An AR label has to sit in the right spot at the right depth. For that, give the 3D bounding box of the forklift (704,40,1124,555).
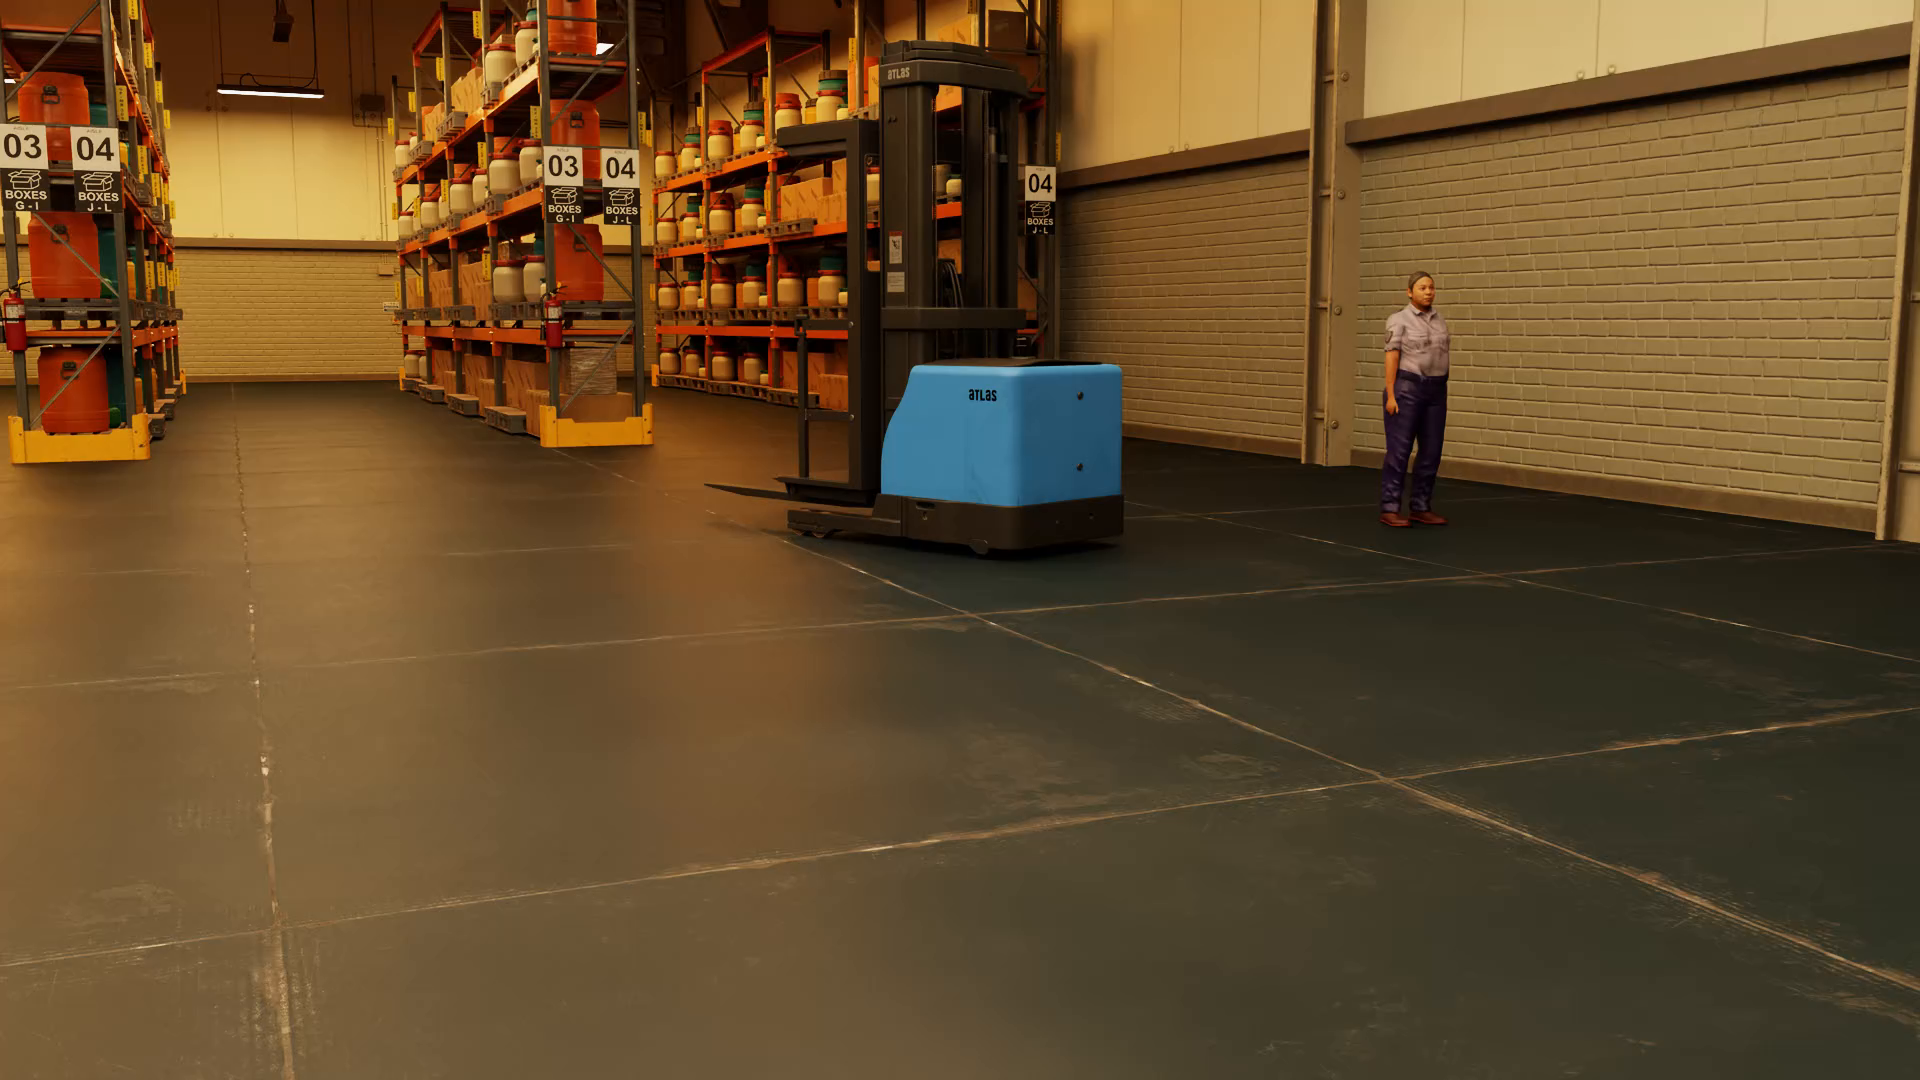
[{"bbox_3d":[-0.436,-1.509,10.383,3.031,2.935,1.130,7,10,44],"label":"forklift"}]

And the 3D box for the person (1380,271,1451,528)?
[{"bbox_3d":[2.987,-0.923,10.863,0.475,1.653,0.350,-4,8,-25],"label":"person"}]
